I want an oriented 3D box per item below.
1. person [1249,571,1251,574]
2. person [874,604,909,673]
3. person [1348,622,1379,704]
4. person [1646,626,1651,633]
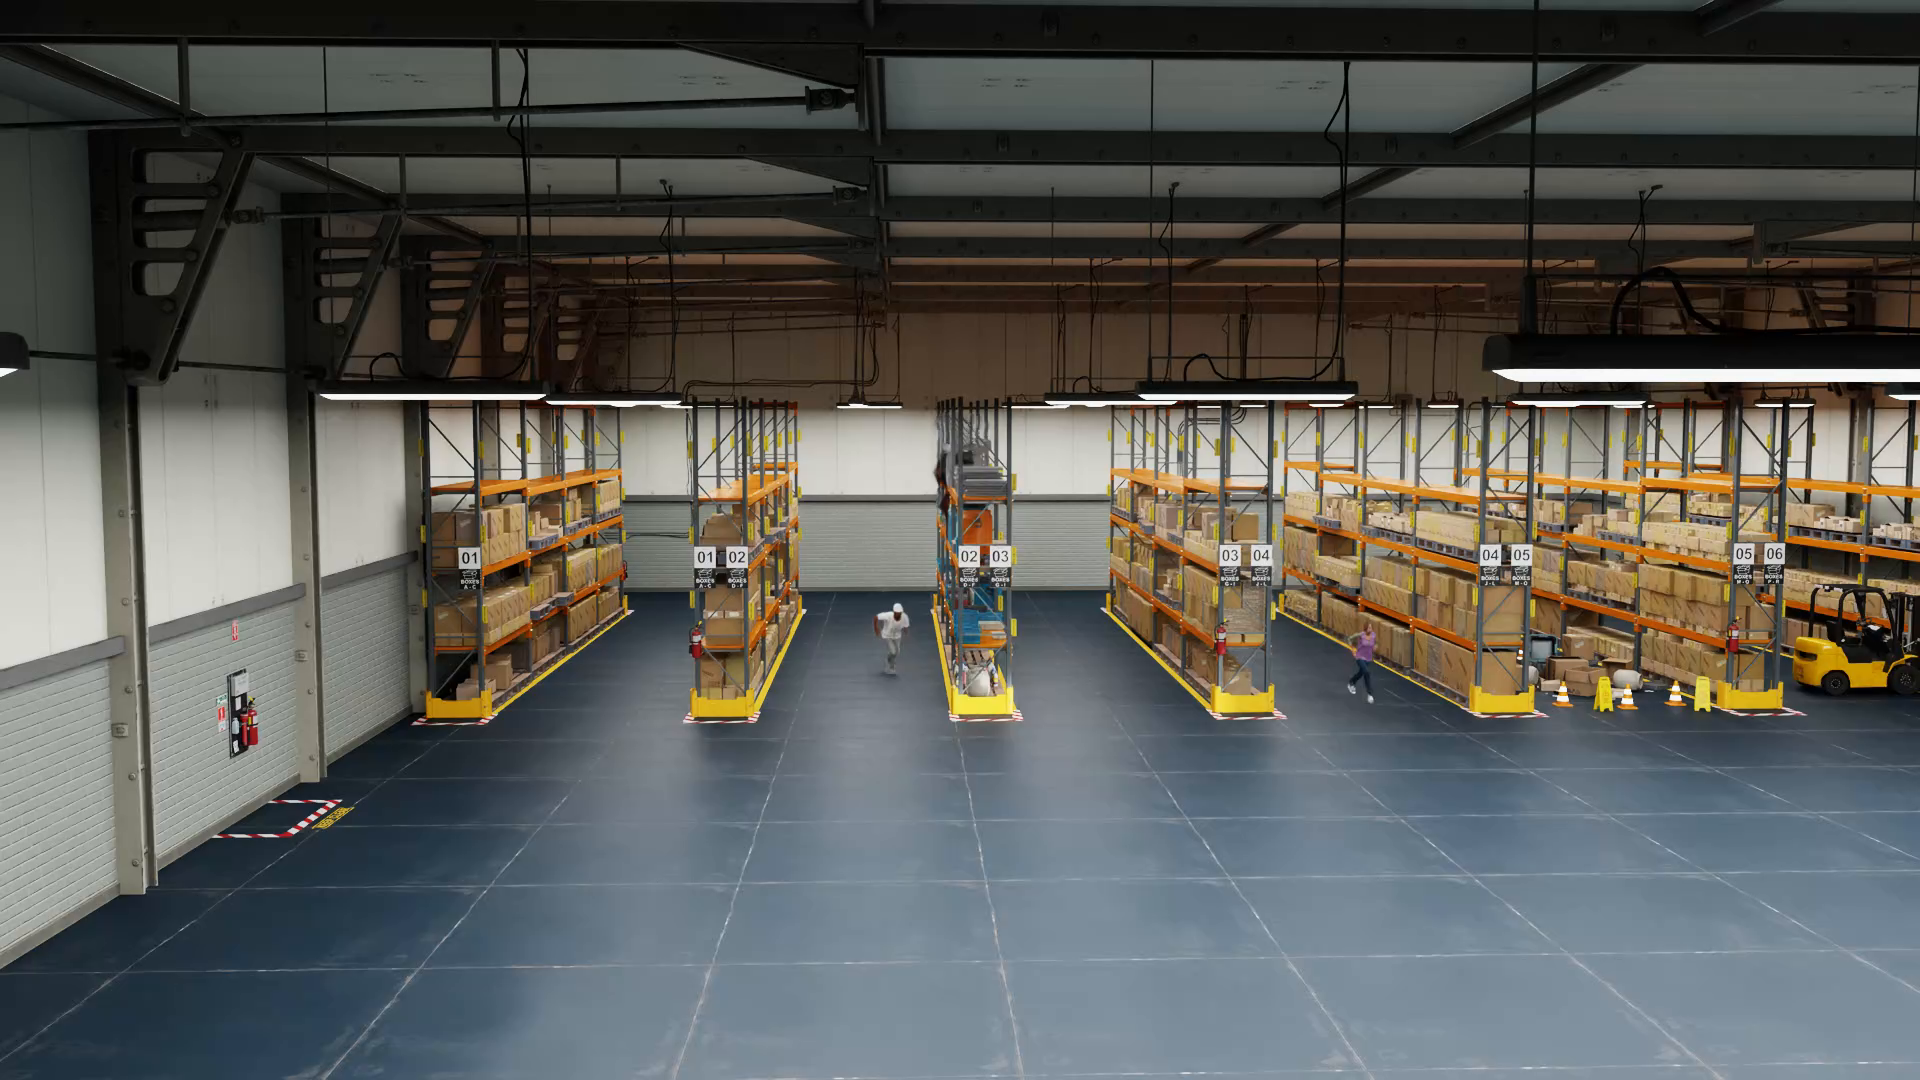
[{"bbox_3d":[8.544,1.150,48.438,0.564,1.657,0.636,-3,5,-34],"label":"person"},{"bbox_3d":[-1.482,2.144,36.003,0.739,1.578,0.891,-2,5,-25],"label":"person"},{"bbox_3d":[7.982,2.392,33.028,0.538,1.595,0.939,-2,5,-21],"label":"person"},{"bbox_3d":[16.580,1.863,39.506,0.587,1.698,0.755,-1,4,-11],"label":"person"}]
